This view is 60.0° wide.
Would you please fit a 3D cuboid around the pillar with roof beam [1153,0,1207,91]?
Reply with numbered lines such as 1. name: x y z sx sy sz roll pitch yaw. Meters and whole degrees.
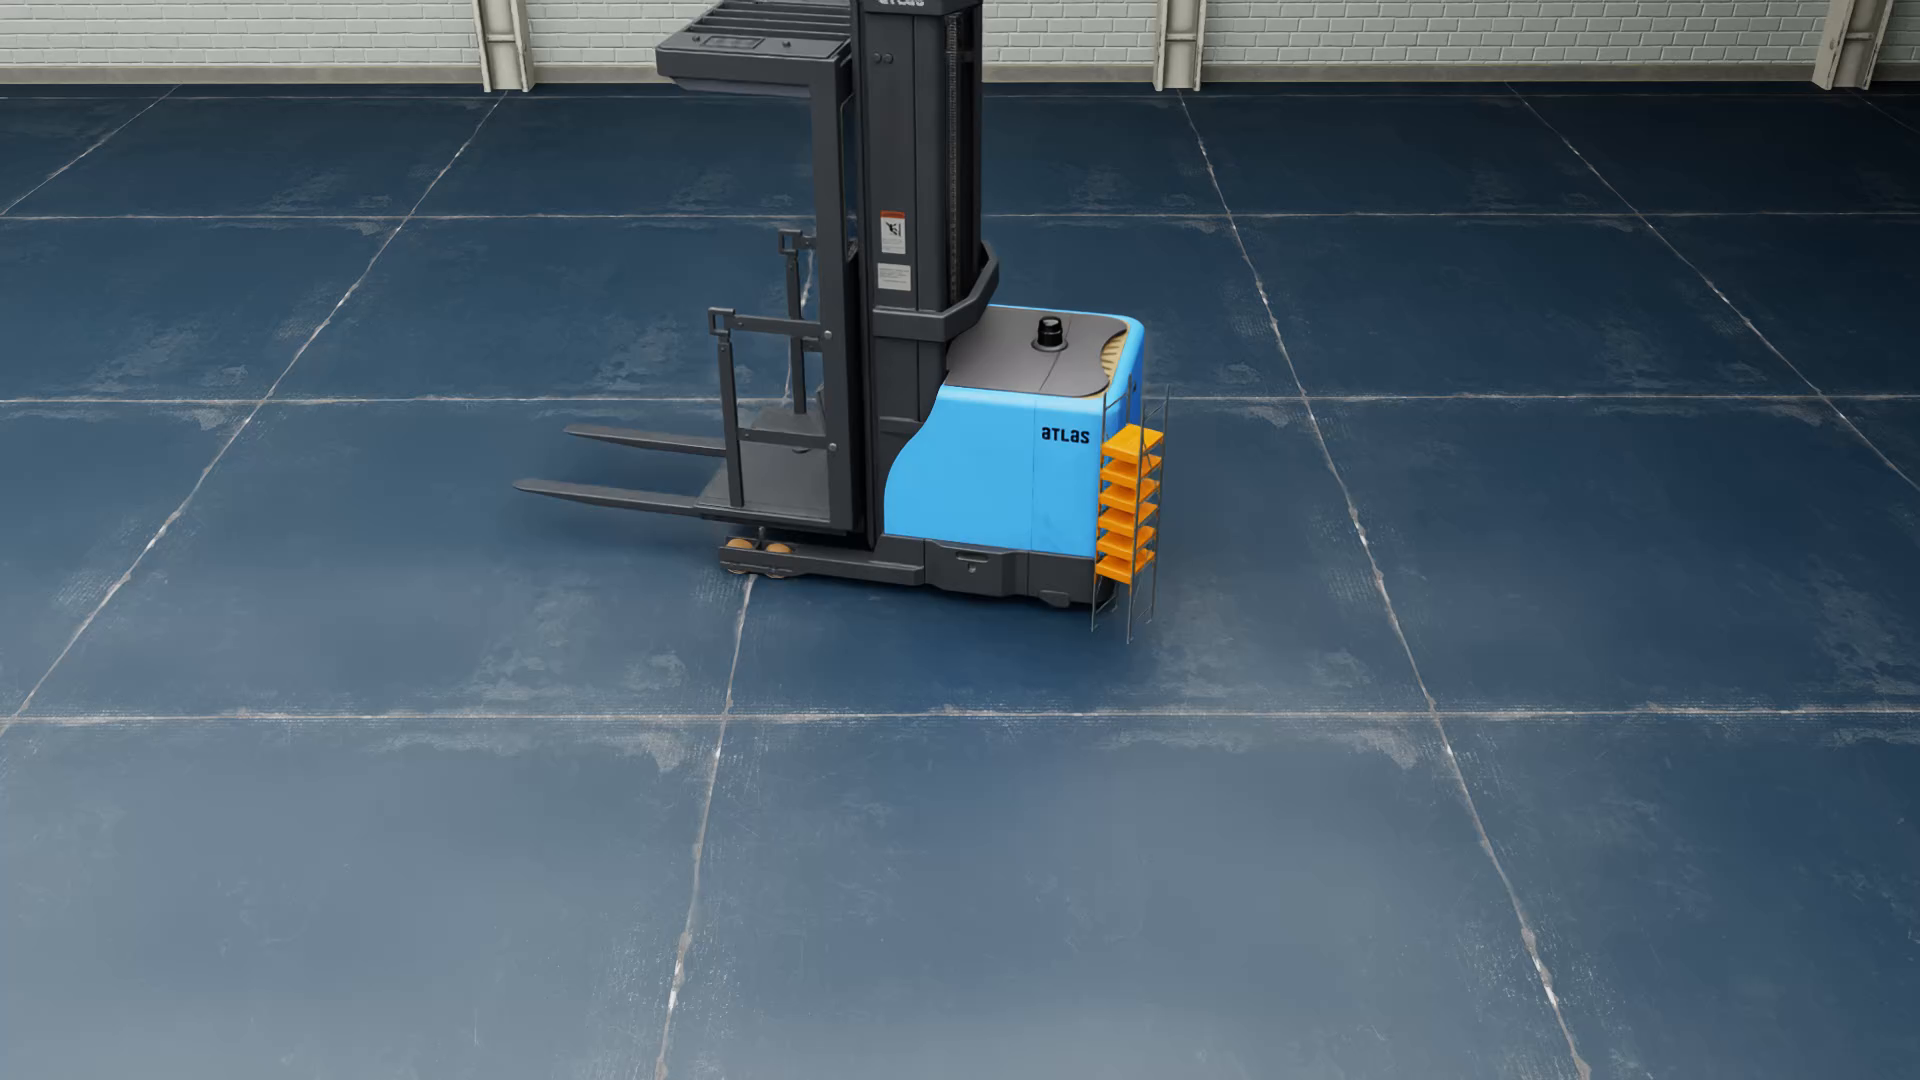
1. pillar with roof beam: 1.977 -5.713 8.990 0.400 9.000 9.100 0 31 0

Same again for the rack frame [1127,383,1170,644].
1. rack frame: 0.820 -0.097 7.253 0.006 1.200 0.240 19 36 28

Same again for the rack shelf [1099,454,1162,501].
1. rack shelf: 0.744 -0.290 7.195 0.180 0.103 0.258 19 36 28

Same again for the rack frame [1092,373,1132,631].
1. rack frame: 0.667 -0.149 7.340 0.006 1.200 0.240 19 36 28

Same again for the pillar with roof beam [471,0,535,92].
1. pillar with roof beam: -4.023 -5.694 8.960 0.400 9.000 9.100 0 31 0

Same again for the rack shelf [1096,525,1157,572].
1. rack shelf: 0.744 0.017 7.382 0.180 0.103 0.258 19 36 28

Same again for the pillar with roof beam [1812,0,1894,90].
1. pillar with roof beam: 7.977 -5.732 9.021 0.400 9.000 9.100 0 31 0

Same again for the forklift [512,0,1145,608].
1. forklift: -0.680 -1.327 7.612 3.031 2.935 1.130 7 32 11

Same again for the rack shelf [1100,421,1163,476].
1. rack shelf: 0.744 -0.393 7.133 0.180 0.103 0.258 19 36 28

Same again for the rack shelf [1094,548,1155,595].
1. rack shelf: 0.744 0.120 7.444 0.180 0.103 0.258 19 36 28

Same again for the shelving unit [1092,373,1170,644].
1. shelving unit: 0.744 -0.123 7.296 0.189 1.200 0.258 19 36 28

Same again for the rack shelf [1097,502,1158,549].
1. rack shelf: 0.744 -0.085 7.319 0.180 0.103 0.258 19 36 28

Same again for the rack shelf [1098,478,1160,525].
1. rack shelf: 0.744 -0.188 7.257 0.180 0.103 0.258 19 36 28
